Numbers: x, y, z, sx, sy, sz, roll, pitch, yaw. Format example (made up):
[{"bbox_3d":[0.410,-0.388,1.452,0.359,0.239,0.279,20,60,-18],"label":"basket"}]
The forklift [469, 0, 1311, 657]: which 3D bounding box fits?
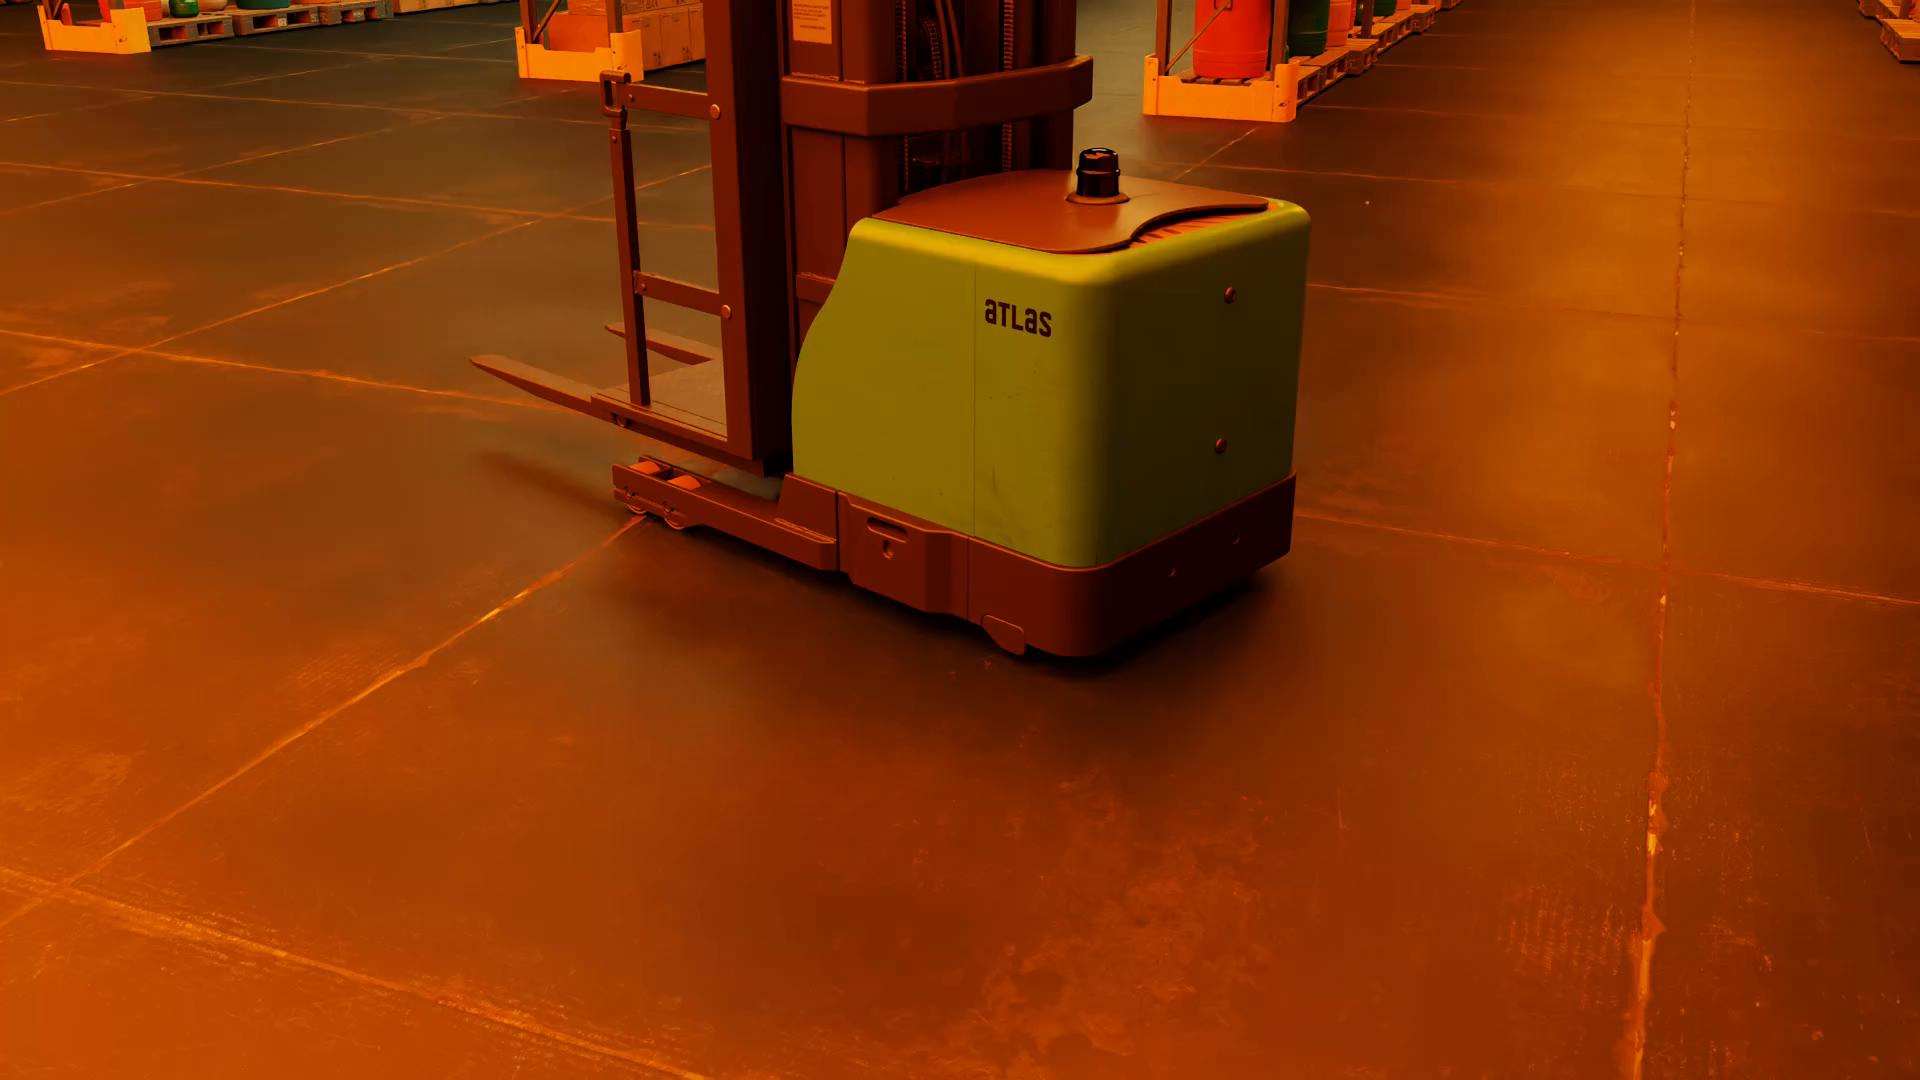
[{"bbox_3d":[-0.464,-1.516,4.919,3.031,2.935,1.130,19,30,38],"label":"forklift"}]
